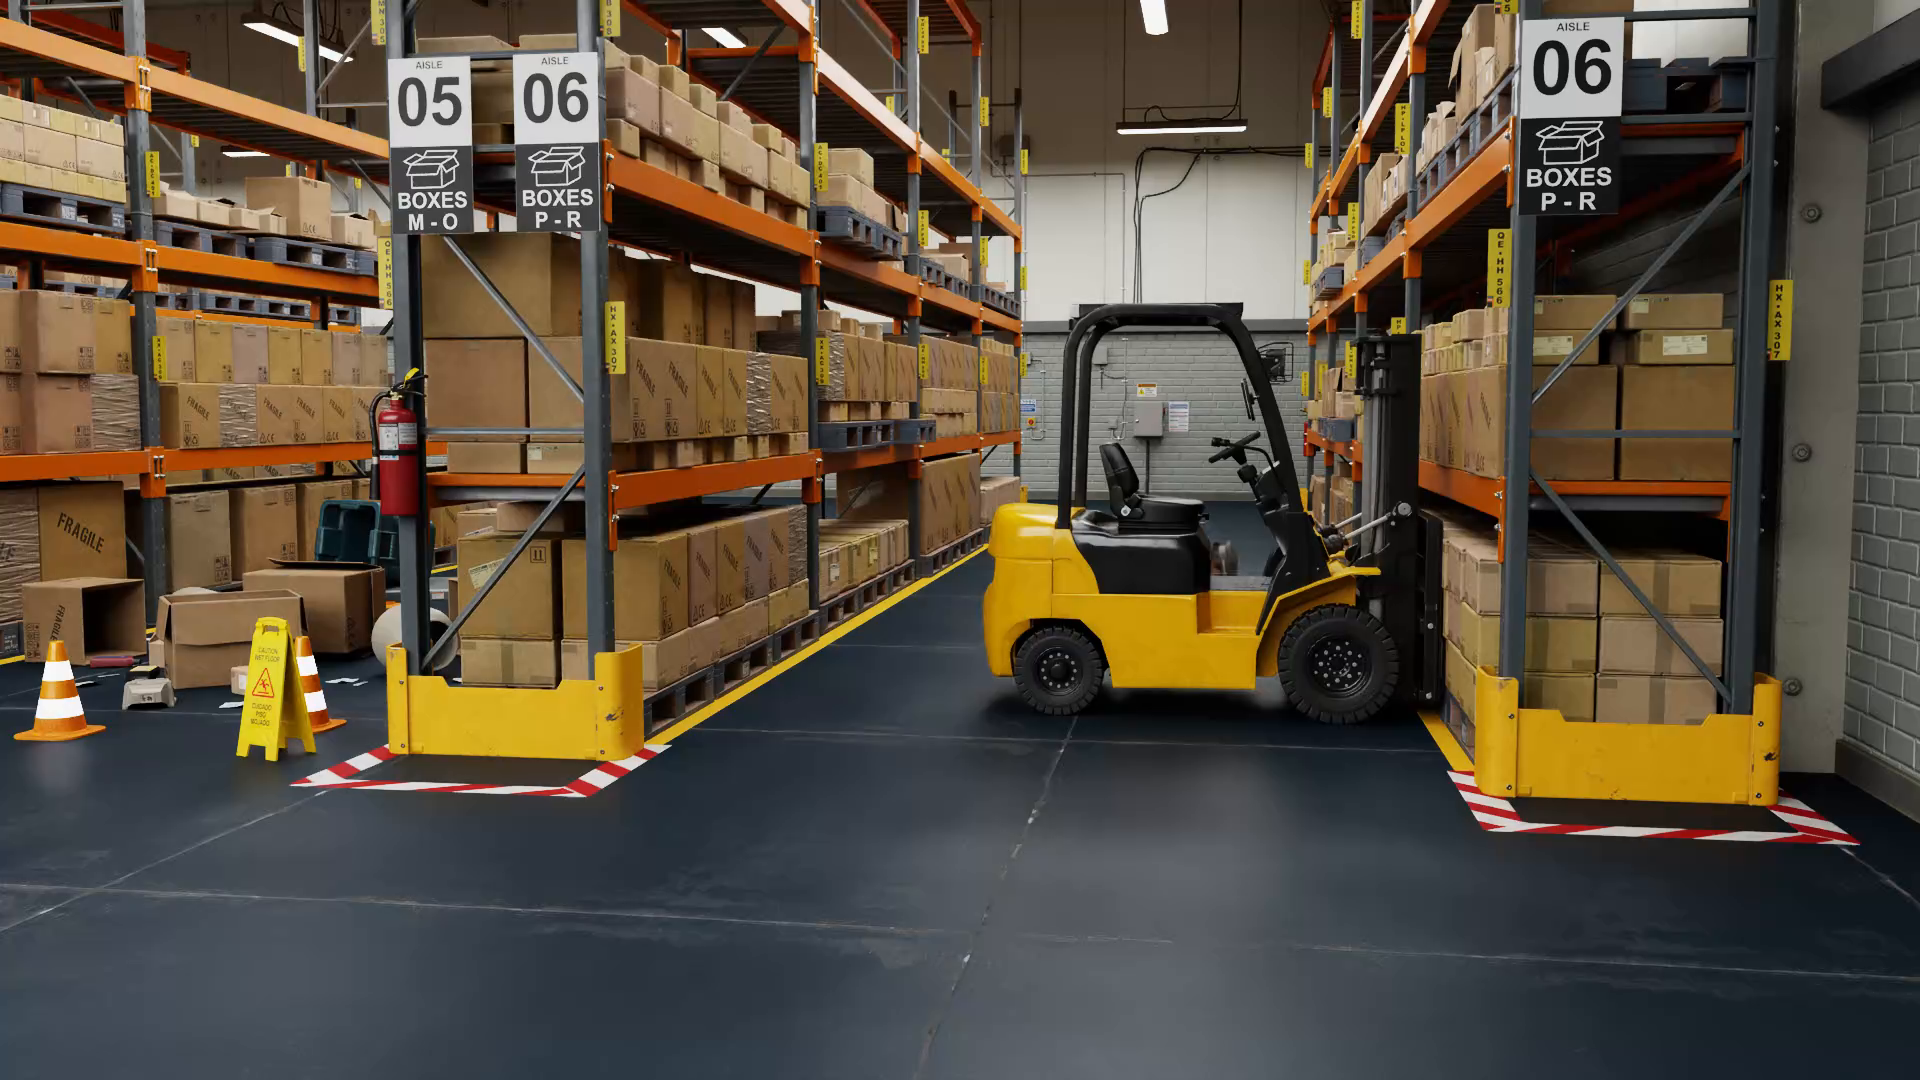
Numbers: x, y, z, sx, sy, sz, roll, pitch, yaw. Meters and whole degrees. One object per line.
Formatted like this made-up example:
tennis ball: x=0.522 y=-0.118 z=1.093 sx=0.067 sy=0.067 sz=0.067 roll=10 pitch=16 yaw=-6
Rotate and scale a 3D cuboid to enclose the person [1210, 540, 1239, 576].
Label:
person: x=1.356 y=0.307 z=10.732 sx=0.881 sy=0.919 sz=0.456 roll=0 pitch=5 yaw=6
